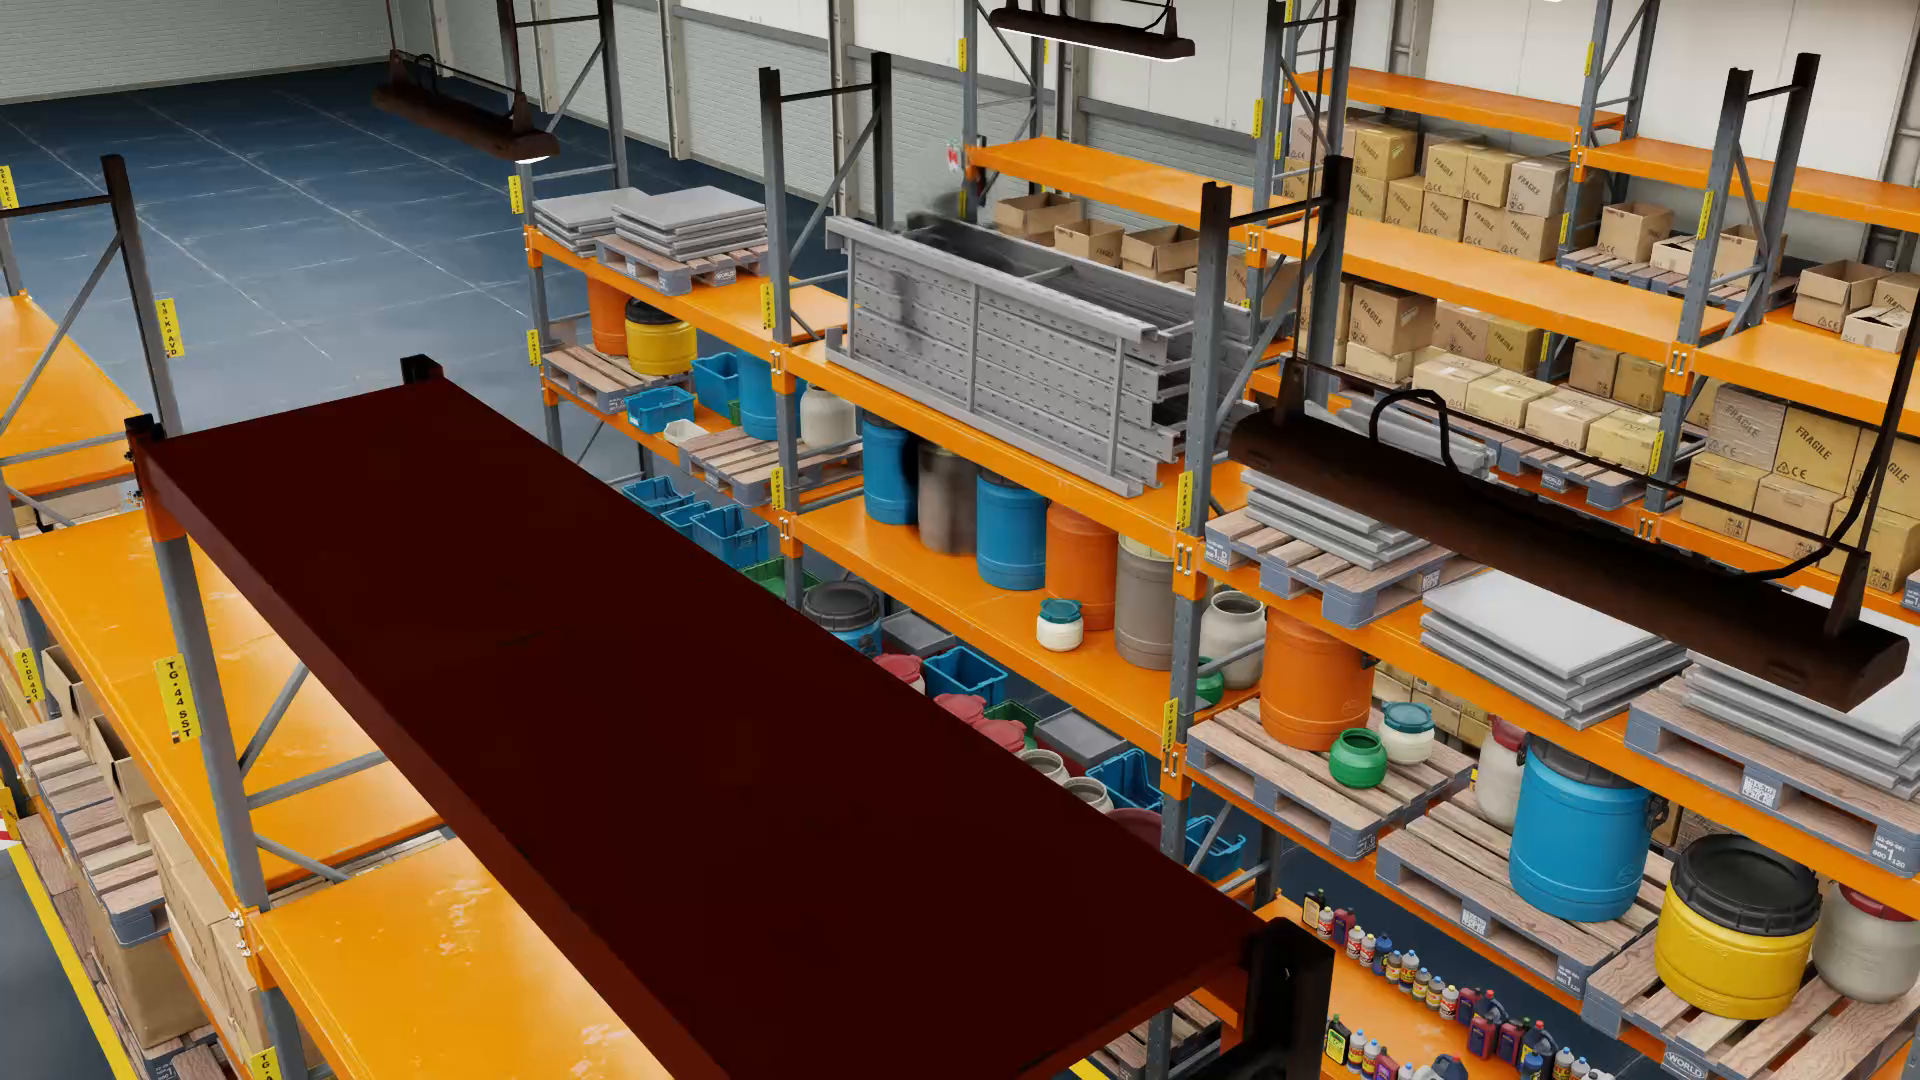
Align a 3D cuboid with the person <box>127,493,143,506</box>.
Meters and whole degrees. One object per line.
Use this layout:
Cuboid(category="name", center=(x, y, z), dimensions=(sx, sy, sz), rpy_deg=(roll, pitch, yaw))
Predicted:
Cuboid(category="person", center=(-8.050, -0.225, 16.875), dimensions=(0.648, 1.628, 0.587), rpy_deg=(-4, 26, -9))
